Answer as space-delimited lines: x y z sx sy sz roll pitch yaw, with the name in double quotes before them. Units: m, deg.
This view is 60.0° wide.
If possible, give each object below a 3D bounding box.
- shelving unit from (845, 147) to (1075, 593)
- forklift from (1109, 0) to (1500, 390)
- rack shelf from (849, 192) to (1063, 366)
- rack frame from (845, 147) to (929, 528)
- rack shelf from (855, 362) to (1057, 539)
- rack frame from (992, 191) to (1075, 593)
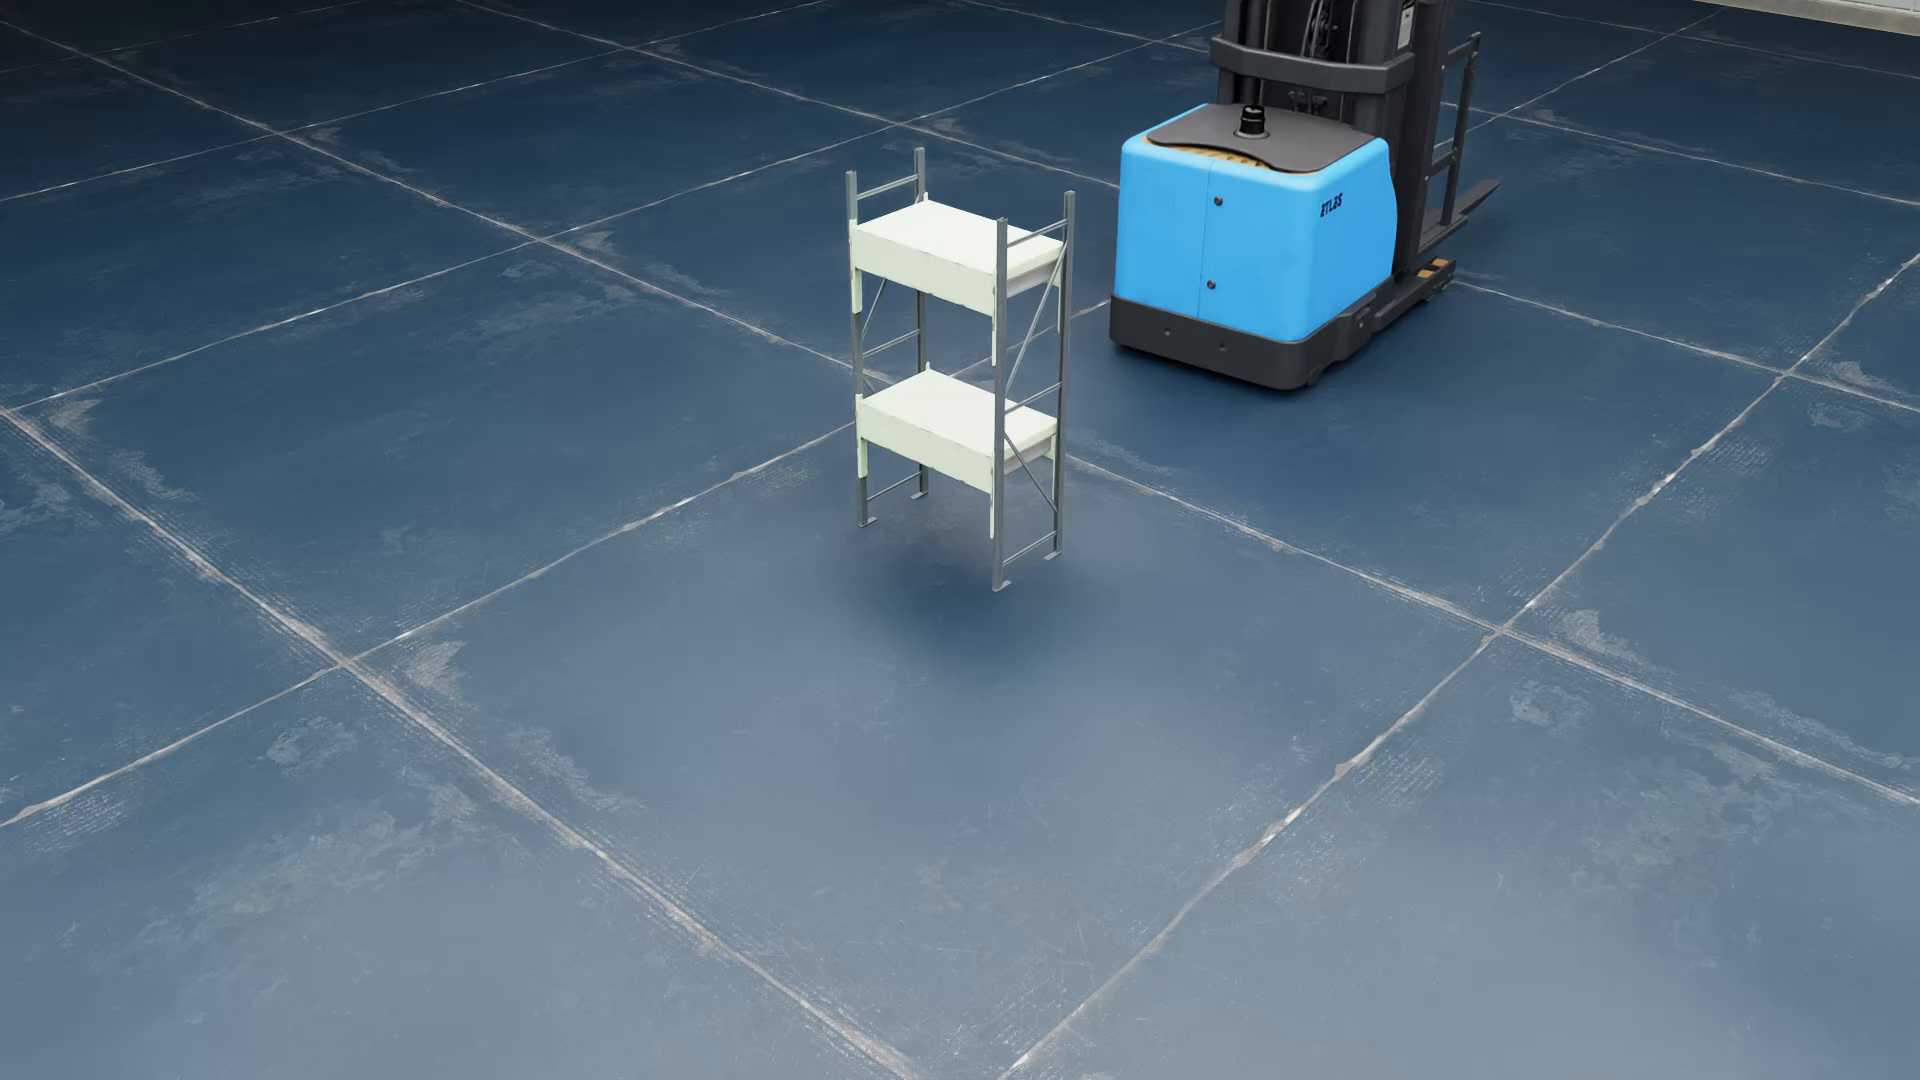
"shelving unit" -0.005 -0.645 6.367 0.755 1.500 0.431 25 39 35
"forklift" 2.025 -2.663 8.331 1.130 2.935 3.031 21 37 31
"rack shelf" -0.005 -0.979 6.166 0.720 0.370 0.431 25 39 35
"rack frame" -0.276 -0.772 6.577 0.023 1.500 0.400 25 39 35
"rack shelf" -0.005 -0.366 6.535 0.720 0.370 0.431 25 39 35
"rack frame" 0.266 -0.518 6.157 0.023 1.500 0.400 25 39 35
